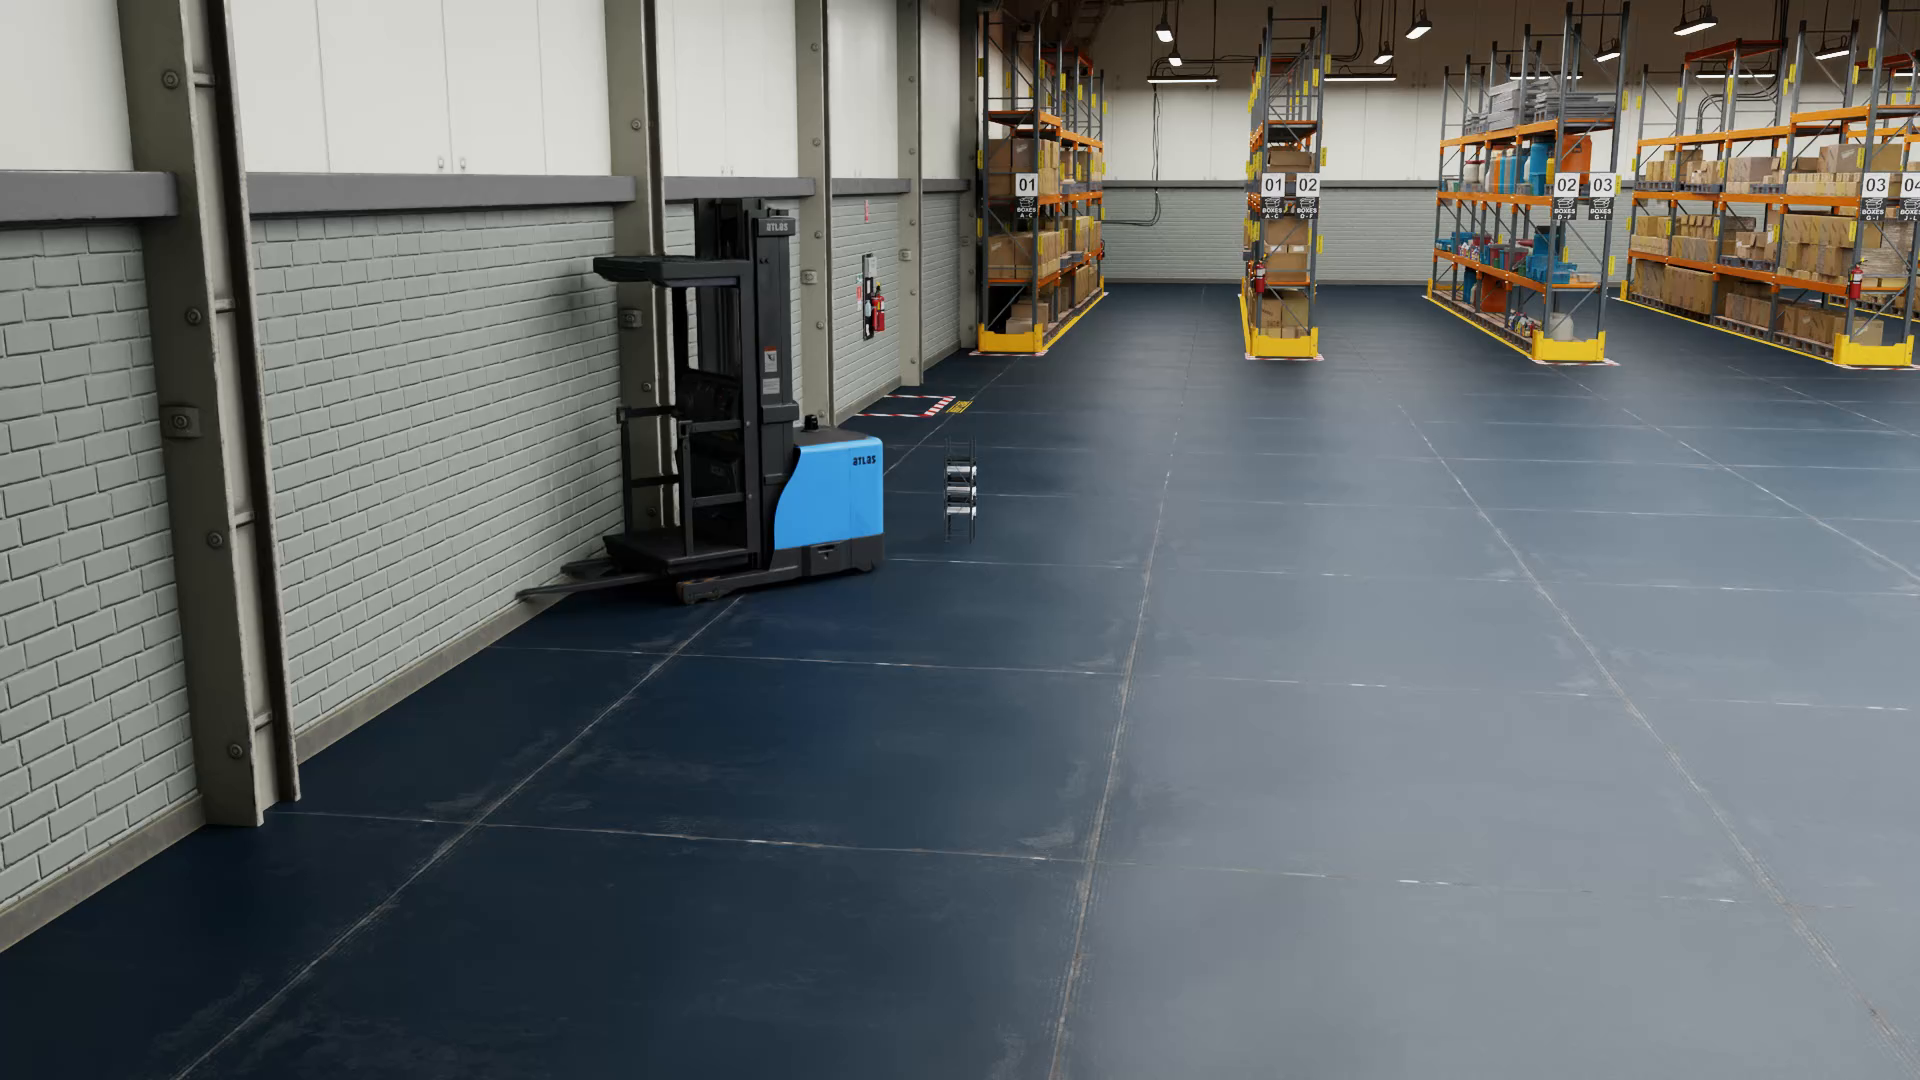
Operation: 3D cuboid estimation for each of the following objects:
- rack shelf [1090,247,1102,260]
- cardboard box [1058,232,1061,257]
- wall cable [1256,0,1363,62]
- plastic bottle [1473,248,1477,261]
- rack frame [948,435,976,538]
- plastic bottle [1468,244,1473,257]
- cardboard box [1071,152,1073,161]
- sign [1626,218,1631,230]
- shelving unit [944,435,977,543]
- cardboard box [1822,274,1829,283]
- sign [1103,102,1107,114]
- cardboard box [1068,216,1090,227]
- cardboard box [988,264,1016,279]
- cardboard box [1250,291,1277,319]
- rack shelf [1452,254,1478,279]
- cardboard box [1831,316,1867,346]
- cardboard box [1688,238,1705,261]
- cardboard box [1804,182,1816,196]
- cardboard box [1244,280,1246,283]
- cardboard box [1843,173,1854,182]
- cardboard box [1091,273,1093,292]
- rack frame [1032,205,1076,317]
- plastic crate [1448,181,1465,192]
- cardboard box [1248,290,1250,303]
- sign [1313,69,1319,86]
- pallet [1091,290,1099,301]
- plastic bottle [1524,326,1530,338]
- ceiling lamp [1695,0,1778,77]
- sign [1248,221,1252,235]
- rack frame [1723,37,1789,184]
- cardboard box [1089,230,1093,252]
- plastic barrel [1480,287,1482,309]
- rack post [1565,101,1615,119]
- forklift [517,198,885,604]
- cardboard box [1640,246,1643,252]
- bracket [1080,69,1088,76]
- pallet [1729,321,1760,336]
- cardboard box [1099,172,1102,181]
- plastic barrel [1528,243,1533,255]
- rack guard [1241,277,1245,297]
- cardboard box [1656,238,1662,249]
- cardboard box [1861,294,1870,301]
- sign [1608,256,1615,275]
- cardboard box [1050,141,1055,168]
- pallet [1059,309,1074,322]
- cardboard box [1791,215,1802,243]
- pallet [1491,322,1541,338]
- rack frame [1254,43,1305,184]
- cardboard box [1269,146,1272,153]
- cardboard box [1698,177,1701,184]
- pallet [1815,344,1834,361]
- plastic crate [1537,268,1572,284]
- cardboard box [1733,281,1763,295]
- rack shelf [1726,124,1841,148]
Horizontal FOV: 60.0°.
[{"bbox_3d":[3.069,-7.509,43.925,1.077,0.370,4.000,2,12,9],"label":"rack shelf"},{"bbox_3d":[1.764,-5.974,33.622,0.500,0.500,0.500,2,12,9],"label":"cardboard box"},{"bbox_3d":[10.330,-15.362,49.003,3.097,2.526,0.112,2,12,9],"label":"wall cable"},{"bbox_3d":[11.707,-6.479,37.741,0.097,0.271,0.097,0,12,0],"label":"plastic bottle"},{"bbox_3d":[0.017,-0.463,14.505,0.240,0.900,0.006,2,12,9],"label":"rack frame"},{"bbox_3d":[11.866,-6.701,38.583,0.144,0.351,0.185,2,12,9],"label":"plastic bottle"},{"bbox_3d":[2.496,-9.363,40.635,0.500,0.250,0.500,3,12,13],"label":"cardboard box"},{"bbox_3d":[17.512,-8.277,43.537,0.100,0.325,0.005,2,12,9],"label":"sign"},{"bbox_3d":[0.001,-0.442,14.406,0.258,0.900,0.210,2,12,9],"label":"shelving unit"},{"bbox_3d":[15.615,-4.669,29.635,0.380,0.149,0.250,2,12,9],"label":"cardboard box"},{"bbox_3d":[3.910,-11.685,44.947,0.100,0.325,0.005,2,12,9],"label":"sign"},{"bbox_3d":[2.942,-7.910,41.305,0.500,0.250,0.500,2,12,10],"label":"cardboard box"},{"bbox_3d":[0.796,-4.987,30.821,0.500,0.250,0.500,2,12,9],"label":"cardboard box"},{"bbox_3d":[5.892,-4.553,32.249,0.500,0.500,0.500,2,12,9],"label":"cardboard box"},{"bbox_3d":[12.243,-6.356,38.572,1.077,0.370,4.000,2,12,9],"label":"rack shelf"},{"bbox_3d":[15.769,-3.703,29.495,0.500,0.500,0.500,5,13,23],"label":"cardboard box"},{"bbox_3d":[16.898,-6.608,37.797,0.500,0.500,0.500,2,12,10],"label":"cardboard box"},{"bbox_3d":[15.728,-6.392,30.270,0.500,0.250,0.500,1,12,6],"label":"cardboard box"},{"bbox_3d":[7.831,-6.780,44.318,0.500,0.250,0.500,2,12,9],"label":"cardboard box"},{"bbox_3d":[15.423,-6.232,28.580,0.380,0.149,0.250,1,12,6],"label":"cardboard box"},{"bbox_3d":[3.139,-6.792,43.824,0.700,0.500,0.500,2,12,10],"label":"cardboard box"},{"bbox_3d":[2.146,-6.612,38.054,1.000,3.000,0.127,2,12,9],"label":"rack frame"},{"bbox_3d":[12.520,-8.913,41.894,0.437,0.282,0.530,2,12,9],"label":"plastic crate"},{"bbox_3d":[6.517,-5.272,36.036,0.500,0.311,0.500,2,12,7],"label":"cardboard box"},{"bbox_3d":[6.971,-9.063,32.595,0.100,0.325,0.005,2,12,9],"label":"sign"},{"bbox_3d":[3.141,-6.492,44.116,1.003,0.211,1.213,2,12,9],"label":"pallet"},{"bbox_3d":[10.554,-3.869,30.925,0.097,0.201,0.097,0,12,0],"label":"plastic bottle"},{"bbox_3d":[20.978,-14.059,44.512,2.000,3.185,0.800,2,12,9],"label":"ceiling lamp"},{"bbox_3d":[6.504,-6.995,37.272,0.100,0.325,0.005,2,12,9],"label":"sign"},{"bbox_3d":[16.829,-9.063,35.188,1.000,3.000,0.127,2,12,9],"label":"rack frame"},{"bbox_3d":[2.861,-7.704,42.408,0.980,0.700,0.700,2,12,10],"label":"cardboard box"},{"bbox_3d":[11.992,-5.503,37.816,0.421,0.512,0.421,0,12,0],"label":"plastic barrel"},{"bbox_3d":[10.947,-7.467,28.969,0.937,0.300,0.954,3,13,15],"label":"rack post"},{"bbox_3d":[-2.082,-1.083,12.560,3.031,2.935,1.130,-9,15,-36],"label":"forklift"},{"bbox_3d":[17.523,-7.396,42.288,0.380,0.149,0.250,2,12,8],"label":"cardboard box"},{"bbox_3d":[3.716,-14.128,50.145,0.235,0.232,0.430,2,12,9],"label":"bracket"},{"bbox_3d":[16.517,-4.351,34.184,1.003,0.211,1.213,2,12,9],"label":"pallet"},{"bbox_3d":[3.526,-9.763,44.679,0.500,0.250,0.500,2,12,10],"label":"cardboard box"},{"bbox_3d":[11.684,-5.717,33.578,0.433,0.535,0.433,0,12,0],"label":"plastic barrel"},{"bbox_3d":[8.260,-6.880,45.230,1.175,0.500,0.348,2,12,9],"label":"rack guard"},{"bbox_3d":[17.330,-7.243,40.634,0.500,0.250,0.500,2,12,10],"label":"cardboard box"},{"bbox_3d":[22.212,-5.901,40.526,0.380,0.149,0.250,2,12,9],"label":"cardboard box"},{"bbox_3d":[11.248,-4.742,28.721,0.100,0.325,0.005,2,12,9],"label":"sign"},{"bbox_3d":[1.578,-7.456,32.194,0.500,0.500,0.500,1,12,7],"label":"cardboard box"},{"bbox_3d":[2.024,-5.086,37.593,1.003,0.211,1.213,2,12,9],"label":"pallet"},{"bbox_3d":[15.818,-5.791,30.929,0.500,0.500,0.500,2,12,9],"label":"cardboard box"},{"bbox_3d":[11.402,-4.260,33.759,1.003,0.211,1.213,2,12,9],"label":"pallet"},{"bbox_3d":[7.041,-9.385,36.681,1.000,3.000,0.127,2,12,9],"label":"rack frame"},{"bbox_3d":[6.625,-7.831,34.169,0.500,0.500,0.500,3,13,14],"label":"cardboard box"},{"bbox_3d":[17.067,-8.207,37.934,0.380,0.149,0.250,1,12,6],"label":"cardboard box"},{"bbox_3d":[15.770,-3.286,29.239,1.003,0.211,1.213,2,12,9],"label":"pallet"},{"bbox_3d":[10.486,-4.667,29.381,0.499,0.251,0.616,2,12,9],"label":"plastic crate"},{"bbox_3d":[16.756,-5.350,35.306,0.500,0.250,0.500,2,12,11],"label":"cardboard box"},{"bbox_3d":[16.522,-8.100,33.374,1.077,0.370,4.000,2,12,9],"label":"rack shelf"}]
